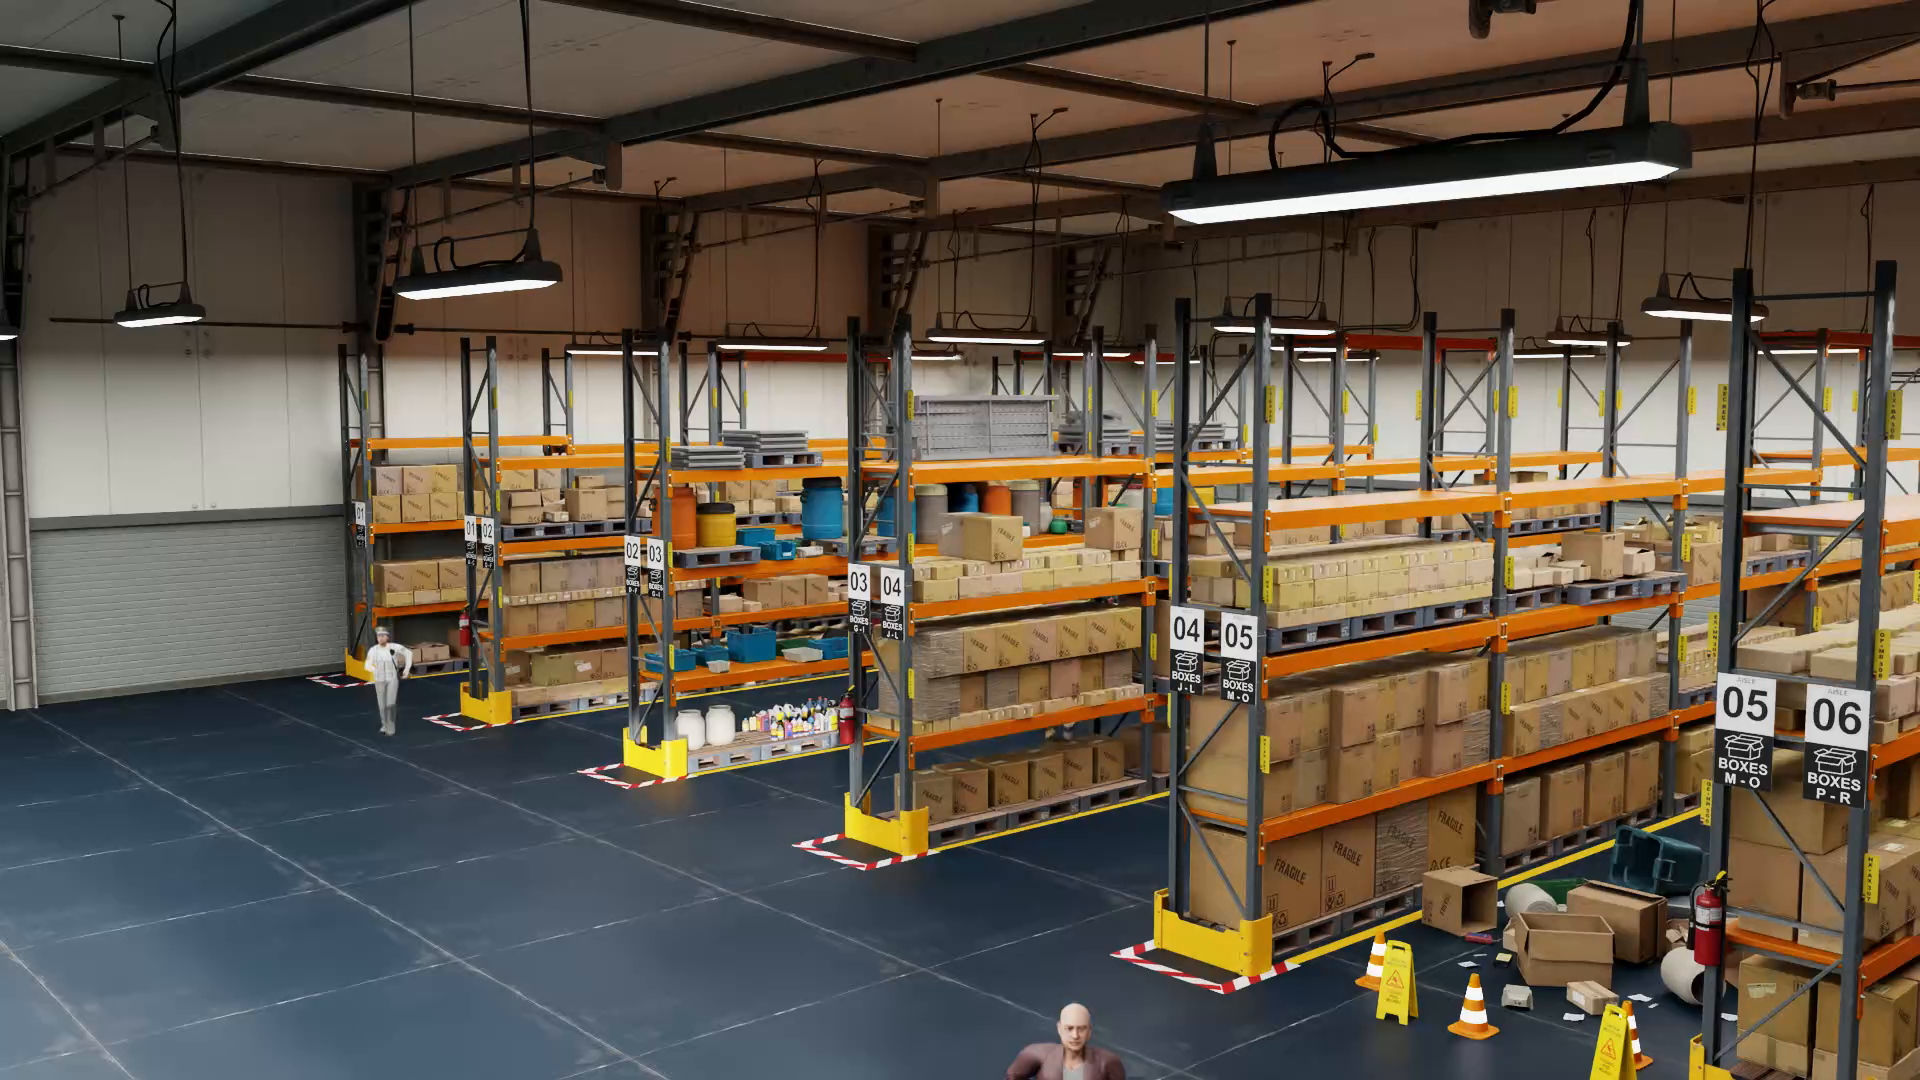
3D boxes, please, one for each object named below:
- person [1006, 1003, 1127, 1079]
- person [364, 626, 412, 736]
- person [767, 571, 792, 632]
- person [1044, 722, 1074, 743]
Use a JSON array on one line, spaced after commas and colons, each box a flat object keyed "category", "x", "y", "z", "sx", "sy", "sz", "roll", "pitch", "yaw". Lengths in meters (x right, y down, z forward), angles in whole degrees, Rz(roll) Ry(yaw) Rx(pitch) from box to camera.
[{"category": "person", "x": 0.610, "y": 3.469, "z": 9.216, "sx": 0.680, "sy": 1.832, "sz": 0.824, "roll": 0, "pitch": 5, "yaw": -2}, {"category": "person", "x": -8.524, "y": 2.100, "z": 24.783, "sx": 0.626, "sy": 1.649, "sz": 0.816, "roll": -1, "pitch": 5, "yaw": -7}, {"category": "person", "x": -3.461, "y": 1.421, "z": 32.392, "sx": 0.778, "sy": 1.792, "sz": 0.628, "roll": -5, "pitch": 7, "yaw": -42}, {"category": "person", "x": 1.278, "y": 1.971, "z": 22.637, "sx": 0.641, "sy": 1.837, "sz": 0.690, "roll": 4, "pitch": 7, "yaw": 39}]
